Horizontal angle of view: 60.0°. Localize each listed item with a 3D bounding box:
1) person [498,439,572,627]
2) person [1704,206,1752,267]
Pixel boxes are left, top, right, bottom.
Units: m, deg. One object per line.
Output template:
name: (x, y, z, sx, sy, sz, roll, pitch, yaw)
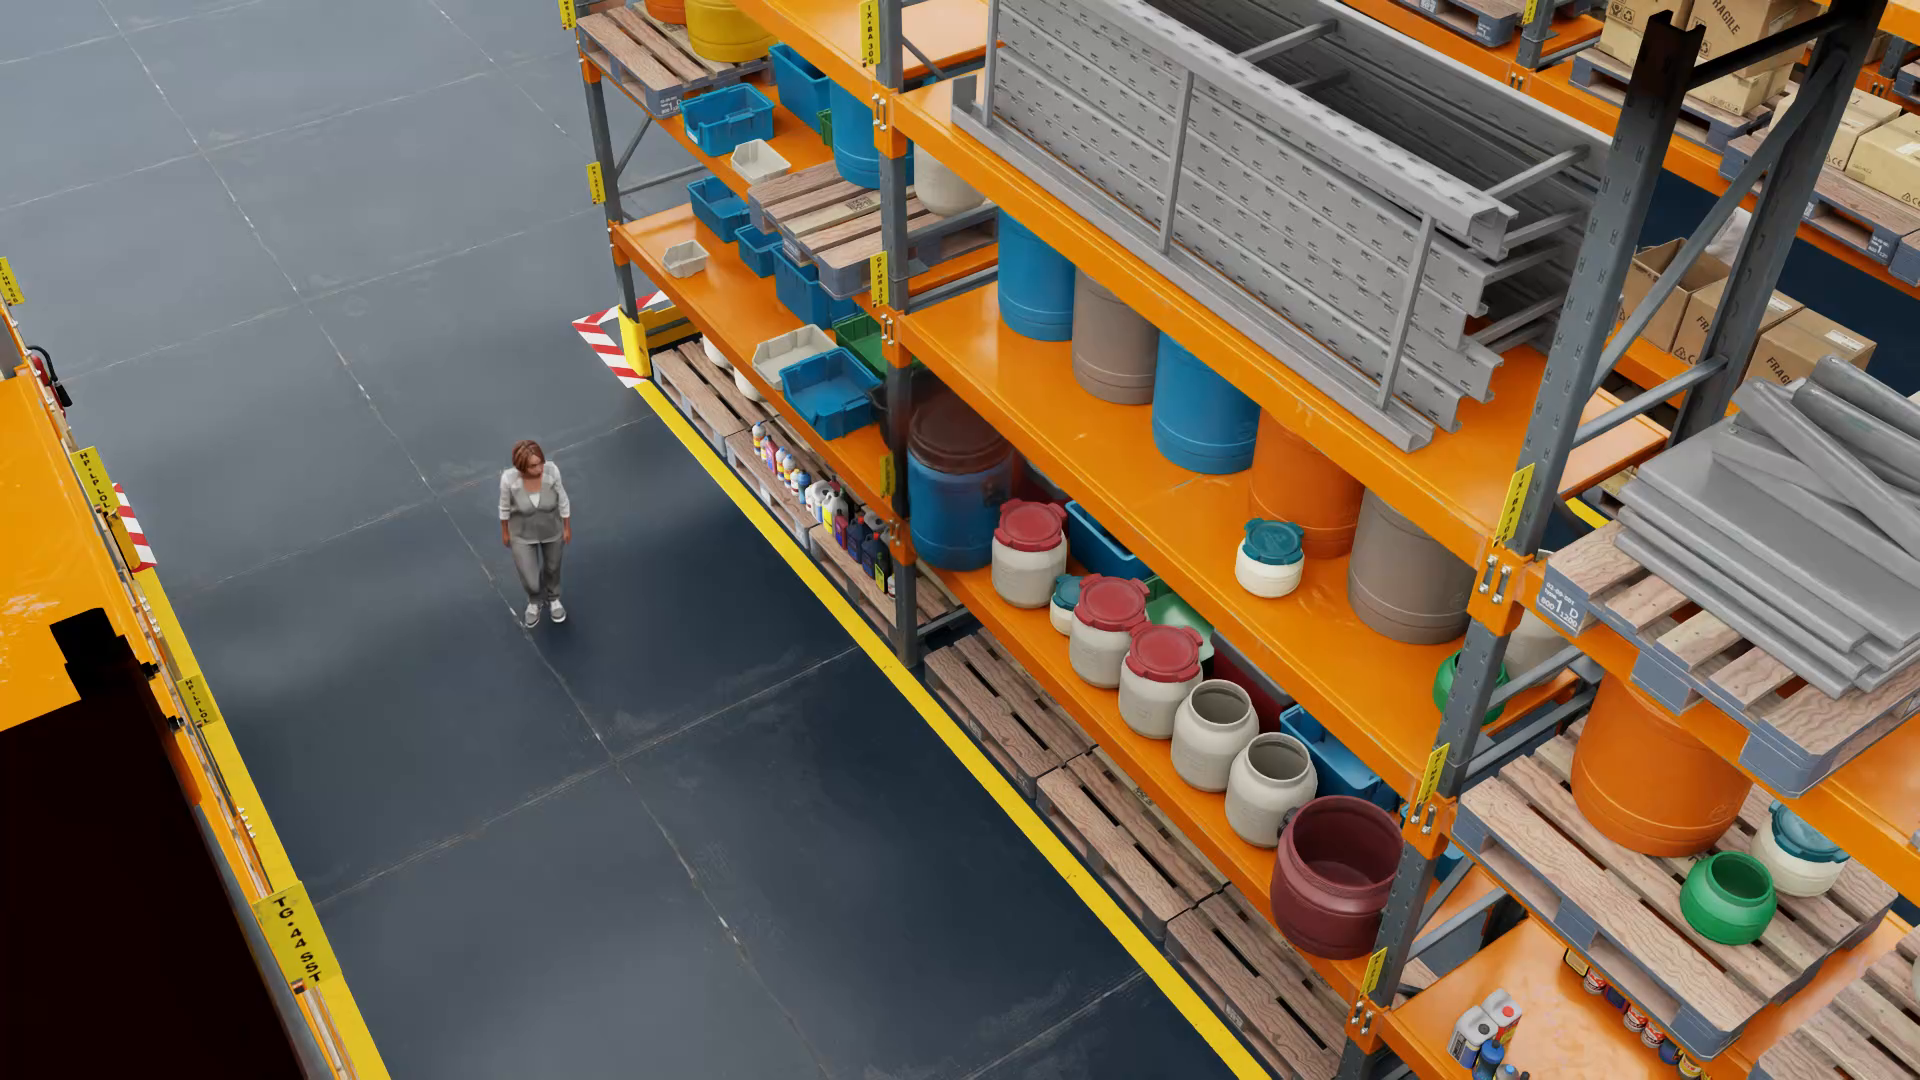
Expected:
person: (-2.697, -0.052, 10.631, 0.456, 1.581, 0.465, -16, 45, -17)
person: (5.778, -2.176, 12.842, 0.798, 1.794, 0.619, 32, 52, 30)
